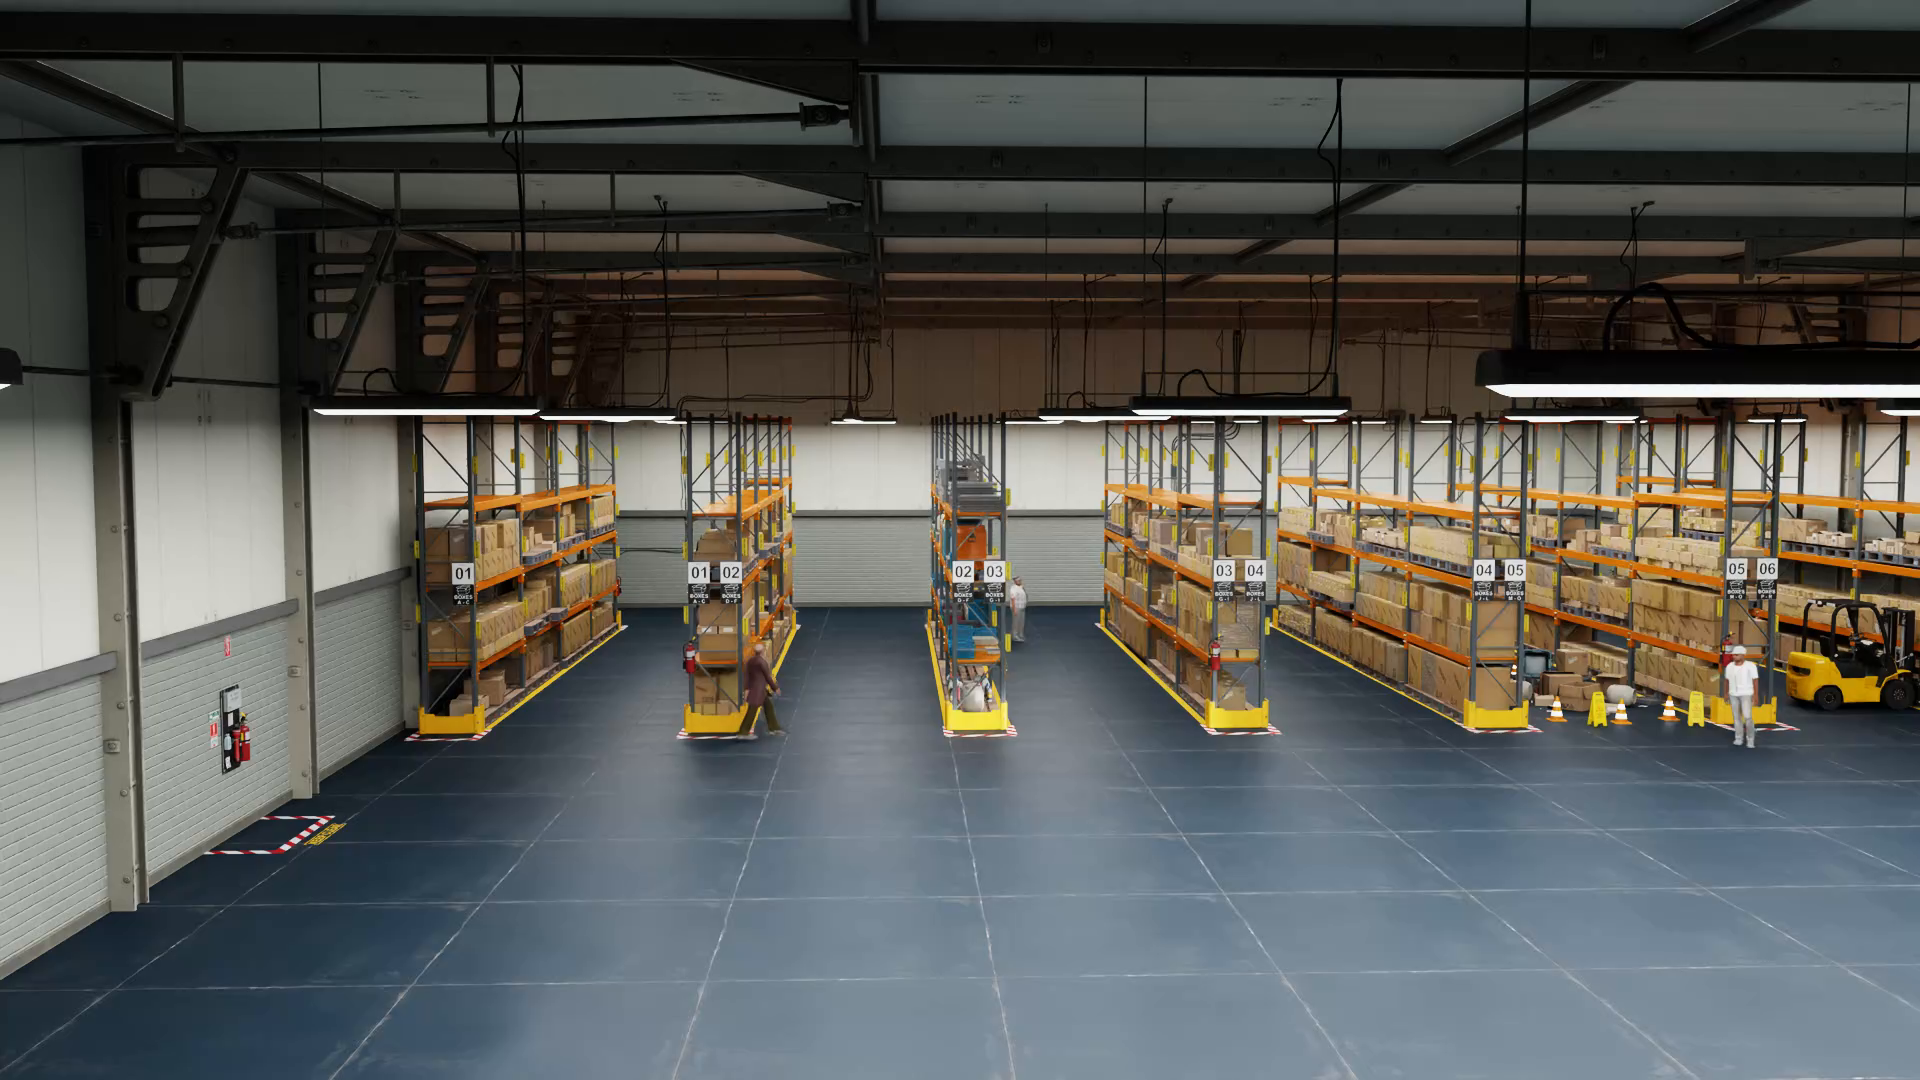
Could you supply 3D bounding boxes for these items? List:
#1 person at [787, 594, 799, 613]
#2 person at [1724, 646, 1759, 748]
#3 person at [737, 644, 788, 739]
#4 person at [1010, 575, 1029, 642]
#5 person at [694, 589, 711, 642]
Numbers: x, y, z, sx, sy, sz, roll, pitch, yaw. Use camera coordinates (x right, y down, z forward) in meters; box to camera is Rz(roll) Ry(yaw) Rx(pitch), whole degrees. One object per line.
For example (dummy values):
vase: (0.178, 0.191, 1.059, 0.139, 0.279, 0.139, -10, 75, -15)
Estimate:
person: (-5.416, 1.438, 51.027, 0.918, 1.615, 0.582, 1, 4, 14)
person: (14.037, 2.813, 29.905, 0.393, 1.805, 0.641, -3, 5, -34)
person: (-3.595, 2.788, 30.340, 0.964, 1.719, 0.553, -1, 4, -13)
person: (1.574, 1.828, 44.435, 0.403, 1.792, 0.598, 3, 5, 33)
person: (-6.925, 1.862, 44.657, 0.652, 1.726, 0.926, 0, 4, -2)
